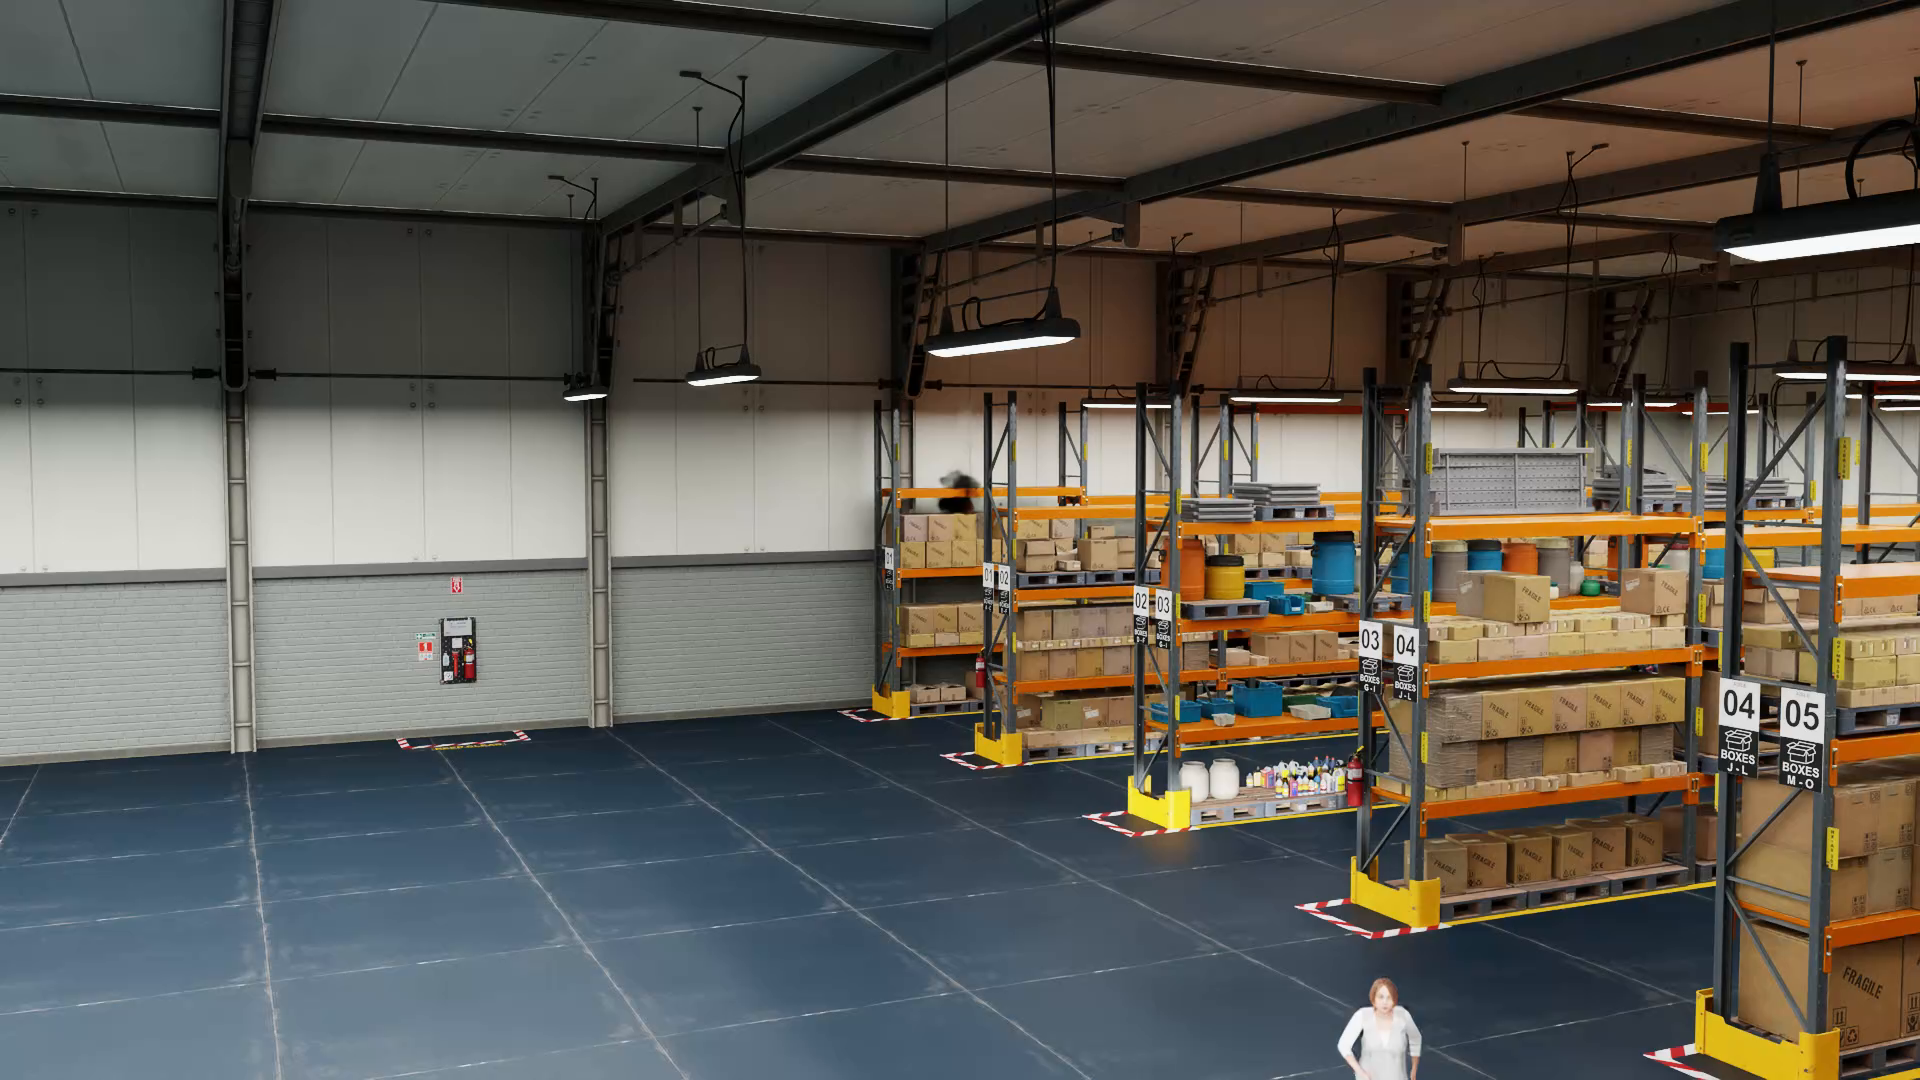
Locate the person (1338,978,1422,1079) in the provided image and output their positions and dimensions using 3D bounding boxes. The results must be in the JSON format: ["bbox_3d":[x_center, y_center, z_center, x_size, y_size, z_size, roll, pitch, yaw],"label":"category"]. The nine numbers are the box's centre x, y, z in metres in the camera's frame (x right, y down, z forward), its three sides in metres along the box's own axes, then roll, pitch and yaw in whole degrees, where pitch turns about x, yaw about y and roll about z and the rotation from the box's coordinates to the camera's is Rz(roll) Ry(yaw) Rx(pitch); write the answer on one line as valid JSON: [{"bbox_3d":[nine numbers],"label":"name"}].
[{"bbox_3d":[2.851,3.722,11.296,0.566,1.588,0.866,1,3,10],"label":"person"}]
